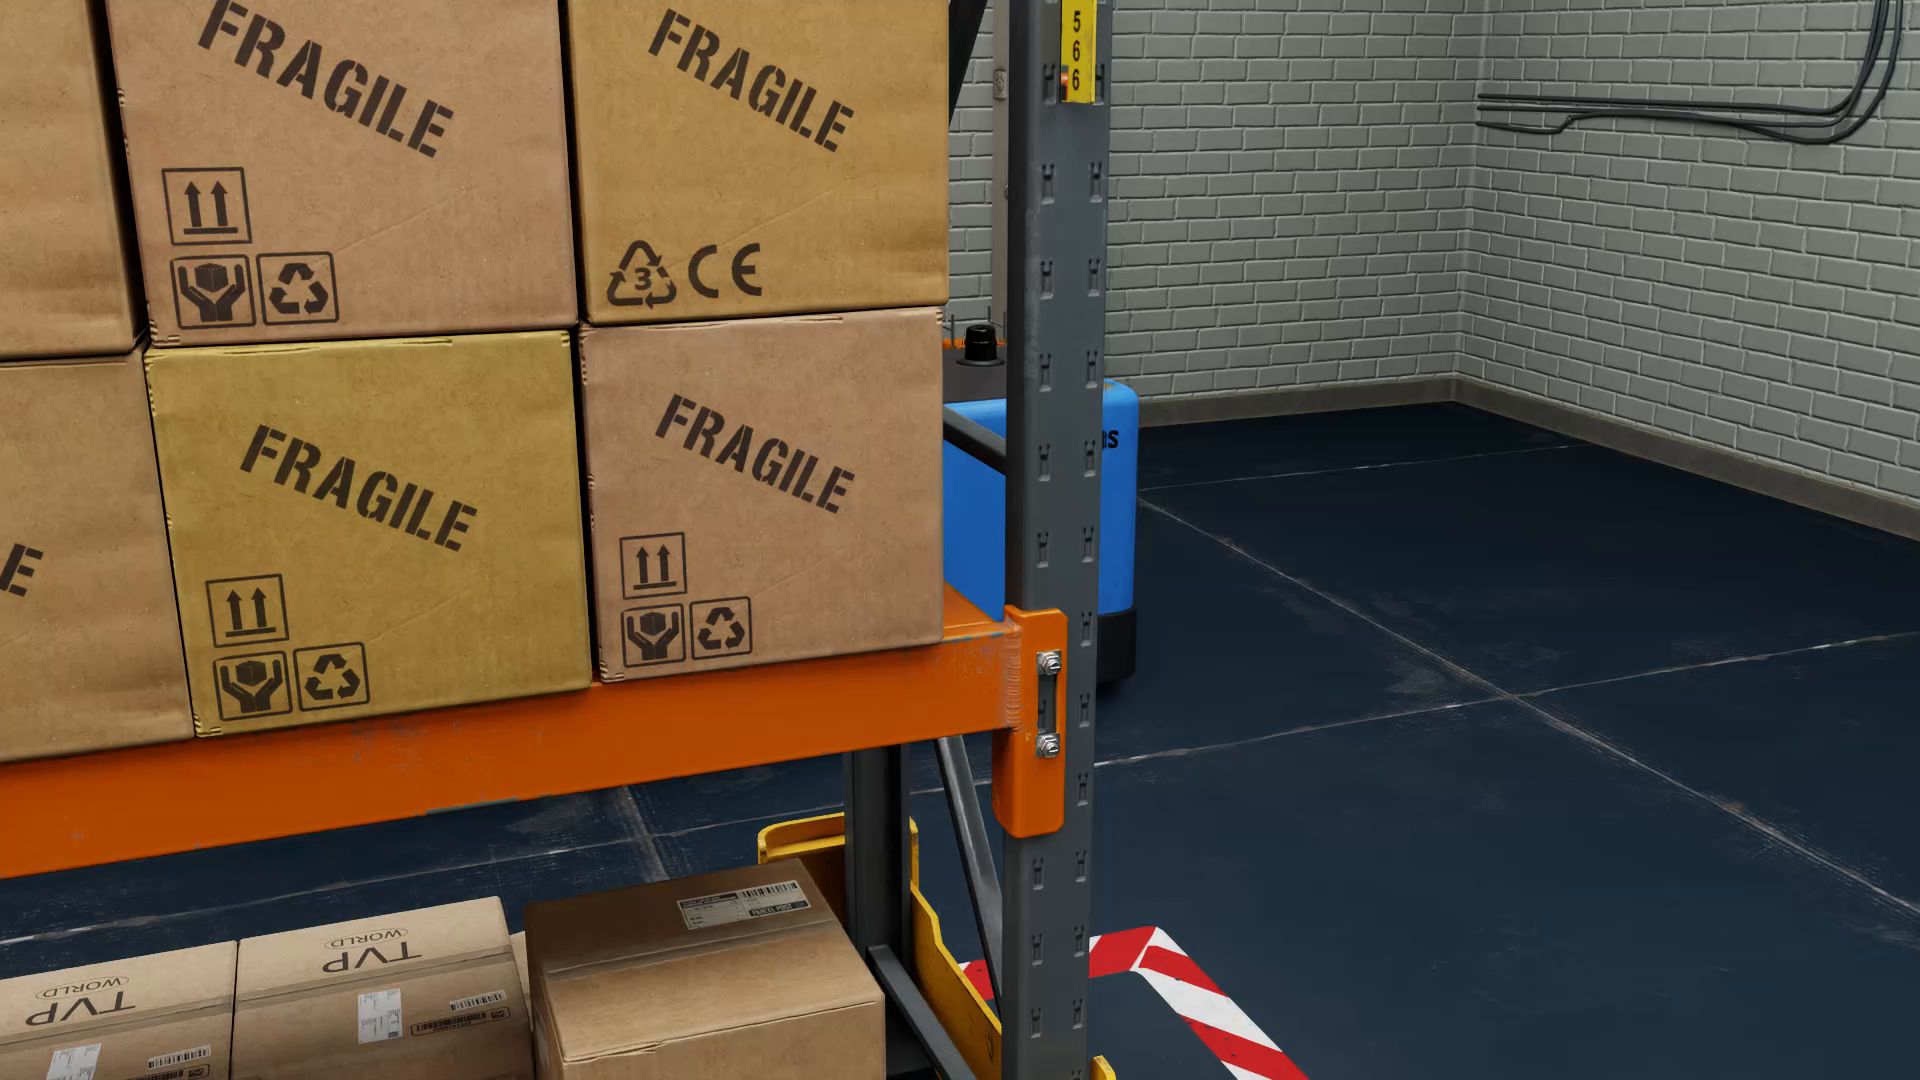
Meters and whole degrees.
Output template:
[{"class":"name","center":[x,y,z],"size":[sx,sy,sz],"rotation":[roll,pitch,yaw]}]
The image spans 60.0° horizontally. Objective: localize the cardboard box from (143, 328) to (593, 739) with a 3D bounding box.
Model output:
[{"class":"cardboard box","center":[-0.823,-0.074,2.350],"size":[0.500,0.500,0.500],"rotation":[-6,17,-20]}]

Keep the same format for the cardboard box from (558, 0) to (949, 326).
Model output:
[{"class":"cardboard box","center":[-0.337,-0.607,2.388],"size":[0.500,0.500,0.500],"rotation":[-6,18,-21]}]

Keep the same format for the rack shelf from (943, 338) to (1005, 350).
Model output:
[{"class":"rack shelf","center":[0.050,-0.771,7.392],"size":[0.240,0.259,0.215],"rotation":[-6,17,-20]}]

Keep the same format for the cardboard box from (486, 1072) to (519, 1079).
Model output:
[{"class":"cardboard box","center":[-0.849,1.089,2.814],"size":[0.250,0.166,0.380],"rotation":[-6,17,-20]}]

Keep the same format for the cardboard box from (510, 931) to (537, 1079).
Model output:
[{"class":"cardboard box","center":[-0.767,0.929,3.358],"size":[0.250,0.166,0.380],"rotation":[-6,17,-20]}]

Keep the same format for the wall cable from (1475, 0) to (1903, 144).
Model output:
[{"class":"wall cable","center":[3.614,-3.364,8.593],"size":[0.112,2.526,3.097],"rotation":[-6,17,-20]}]

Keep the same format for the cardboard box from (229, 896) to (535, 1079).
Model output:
[{"class":"cardboard box","center":[-1.096,0.943,3.164],"size":[0.500,0.250,0.500],"rotation":[-6,17,-20]}]

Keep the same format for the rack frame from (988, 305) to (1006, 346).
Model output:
[{"class":"rack frame","center":[0.164,-0.521,7.511],"size":[0.008,1.050,0.200],"rotation":[-6,17,-20]}]

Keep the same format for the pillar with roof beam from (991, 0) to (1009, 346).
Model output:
[{"class":"pillar with roof beam","center":[1.957,-3.745,4.379],"size":[0.400,9.000,9.100],"rotation":[-6,17,-20]}]

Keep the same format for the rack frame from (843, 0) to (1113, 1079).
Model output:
[{"class":"rack frame","center":[-0.019,-0.196,2.943],"size":[0.127,3.000,1.000],"rotation":[-6,17,-20]}]

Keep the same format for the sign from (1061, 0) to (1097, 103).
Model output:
[{"class":"sign","center":[0.160,-0.755,2.231],"size":[0.005,0.325,0.100],"rotation":[-6,17,-20]}]

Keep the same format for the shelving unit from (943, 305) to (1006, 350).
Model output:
[{"class":"shelving unit","center":[0.050,-0.509,7.469],"size":[0.252,1.050,0.215],"rotation":[-6,17,-20]}]

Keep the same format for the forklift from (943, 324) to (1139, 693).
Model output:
[{"class":"forklift","center":[-0.955,-0.838,5.250],"size":[3.031,2.935,1.130],"rotation":[-7,18,-22]}]

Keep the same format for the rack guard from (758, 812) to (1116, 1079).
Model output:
[{"class":"rack guard","center":[-0.090,1.011,3.269],"size":[0.348,0.500,1.175],"rotation":[-6,17,-20]}]

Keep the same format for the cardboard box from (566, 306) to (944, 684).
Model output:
[{"class":"cardboard box","center":[-0.340,-0.127,2.531],"size":[0.500,0.500,0.500],"rotation":[-6,17,-18]}]

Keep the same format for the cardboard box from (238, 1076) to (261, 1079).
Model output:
[{"class":"cardboard box","center":[-1.337,1.120,2.561],"size":[0.500,0.250,0.500],"rotation":[-6,17,-20]}]

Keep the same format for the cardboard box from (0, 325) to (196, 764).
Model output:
[{"class":"cardboard box","center":[-1.291,-0.025,2.183],"size":[0.500,0.500,0.500],"rotation":[-6,17,-20]}]

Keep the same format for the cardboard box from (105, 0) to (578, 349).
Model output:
[{"class":"cardboard box","center":[-0.808,-0.556,2.214],"size":[0.500,0.500,0.500],"rotation":[-6,17,-19]}]

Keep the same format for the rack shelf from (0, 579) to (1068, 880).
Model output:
[{"class":"rack shelf","center":[-1.887,0.351,2.357],"size":[4.000,0.370,1.077],"rotation":[-6,17,-20]}]

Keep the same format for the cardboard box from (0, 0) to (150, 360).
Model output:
[{"class":"cardboard box","center":[-1.291,-0.502,2.032],"size":[0.500,0.500,0.500],"rotation":[-6,17,-19]}]

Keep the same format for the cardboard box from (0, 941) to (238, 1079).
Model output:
[{"class":"cardboard box","center":[-1.562,0.993,2.992],"size":[0.500,0.250,0.500],"rotation":[-6,17,-20]}]

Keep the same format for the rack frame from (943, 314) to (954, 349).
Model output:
[{"class":"rack frame","center":[-0.064,-0.497,7.427],"size":[0.008,1.050,0.200],"rotation":[-6,17,-20]}]

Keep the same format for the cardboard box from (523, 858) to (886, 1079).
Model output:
[{"class":"cardboard box","center":[-0.439,0.912,2.825],"size":[0.500,0.500,0.500],"rotation":[-6,17,-20]}]
